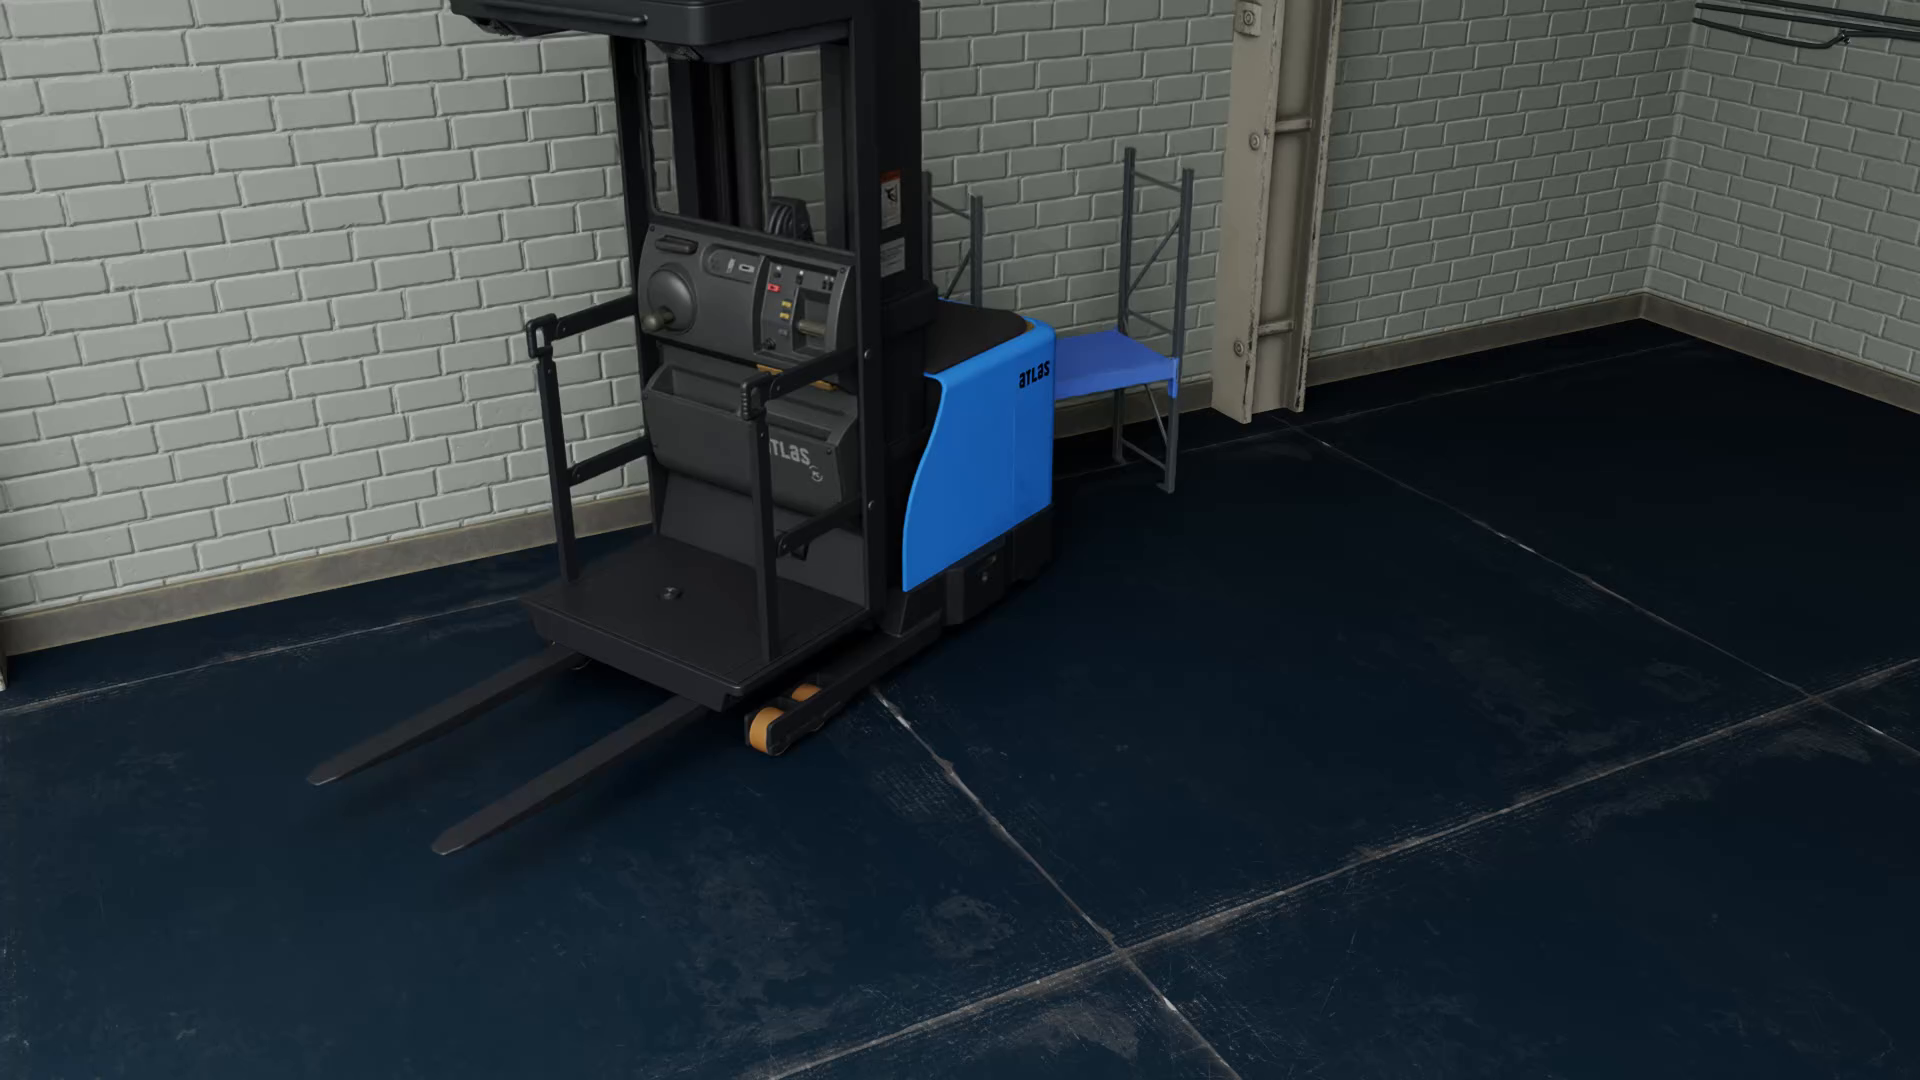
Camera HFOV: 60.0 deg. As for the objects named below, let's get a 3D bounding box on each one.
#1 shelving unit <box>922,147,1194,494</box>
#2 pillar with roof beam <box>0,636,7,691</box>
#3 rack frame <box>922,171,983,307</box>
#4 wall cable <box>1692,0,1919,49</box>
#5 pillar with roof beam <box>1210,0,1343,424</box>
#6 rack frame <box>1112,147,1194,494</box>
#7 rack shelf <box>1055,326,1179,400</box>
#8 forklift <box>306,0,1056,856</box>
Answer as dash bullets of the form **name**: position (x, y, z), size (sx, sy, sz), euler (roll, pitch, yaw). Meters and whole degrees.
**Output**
- **shelving unit**: position (0.415, -0.889, 7.368), size (1.048, 1.500, 0.538), euler (-13, 28, -24)
- **pillar with roof beam**: position (-1.722, -1.882, 0.774), size (0.400, 9.000, 9.100), euler (-13, 29, -25)
- **rack frame**: position (-0.037, -0.788, 7.159), size (0.032, 1.500, 0.500), euler (-13, 28, -24)
- **wall cable**: position (4.768, -3.444, 7.613), size (0.112, 2.526, 3.097), euler (-13, 29, -25)
- **pillar with roof beam**: position (3.572, -3.105, 3.319), size (0.400, 9.000, 9.100), euler (-13, 29, -25)
- **rack frame**: position (0.867, -0.990, 7.578), size (0.032, 1.500, 0.500), euler (-13, 28, -24)
- **rack shelf**: position (0.415, -0.727, 7.446), size (1.000, 0.185, 0.538), euler (-13, 28, -24)
- **forklift**: position (-0.879, -0.819, 5.570), size (1.130, 2.935, 3.031), euler (18, 31, 32)
